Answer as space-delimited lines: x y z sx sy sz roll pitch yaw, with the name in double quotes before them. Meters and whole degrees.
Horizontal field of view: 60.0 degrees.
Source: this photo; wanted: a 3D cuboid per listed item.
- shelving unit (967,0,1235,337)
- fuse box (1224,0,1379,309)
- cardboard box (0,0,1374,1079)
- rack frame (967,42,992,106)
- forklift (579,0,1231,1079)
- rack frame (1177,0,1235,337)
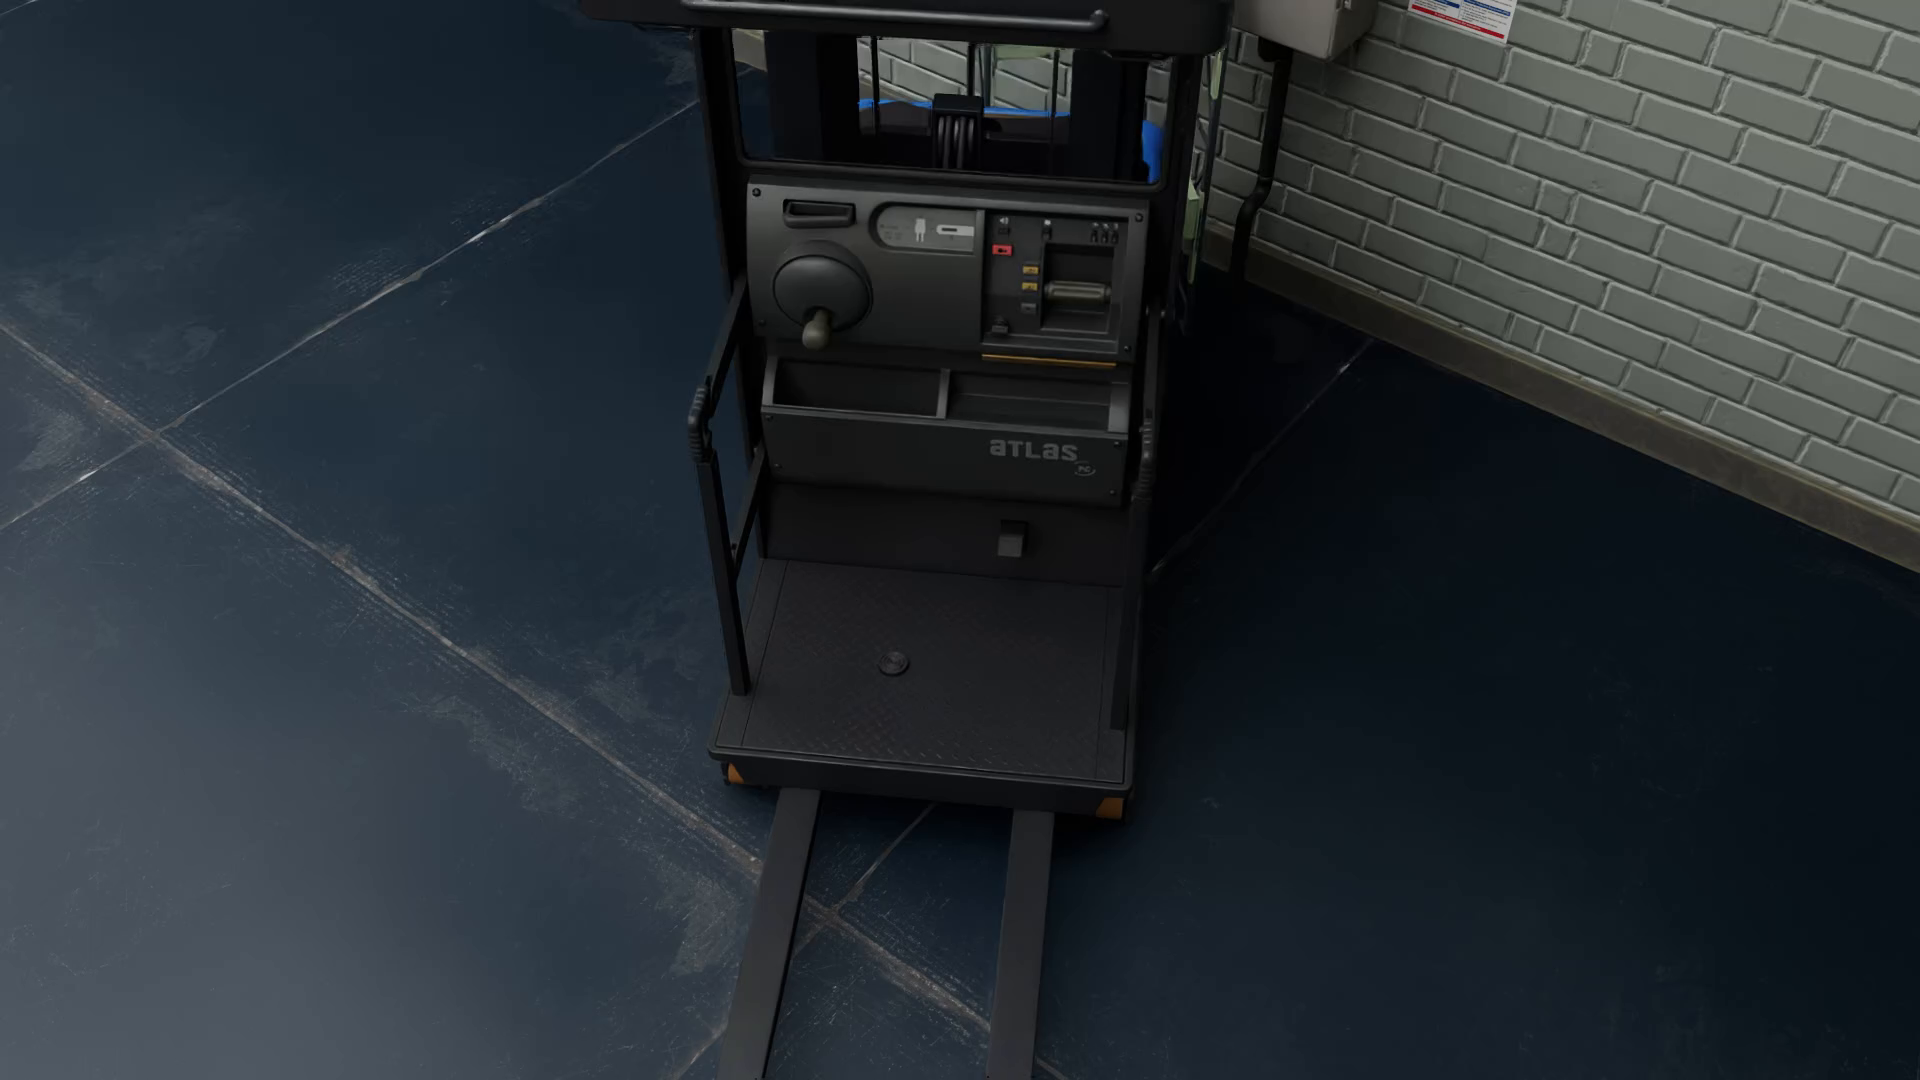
"shelving unit" 0.423 -1.353 5.472 0.755 1.500 0.400 -5 46 -6
"fuse box" 0.998 -1.426 5.429 0.539 1.711 0.414 29 53 25
"cardboard box" -4.927 1.261 2.974 6.103 1.550 13.522 28 53 24
"rack frame" 0.060 -1.319 5.436 0.023 1.500 0.400 -5 46 -6
"forklift" -0.070 -0.461 3.724 1.107 2.843 2.937 5 46 4
"rack frame" 0.785 -1.387 5.508 0.023 1.500 0.400 -5 46 -6
